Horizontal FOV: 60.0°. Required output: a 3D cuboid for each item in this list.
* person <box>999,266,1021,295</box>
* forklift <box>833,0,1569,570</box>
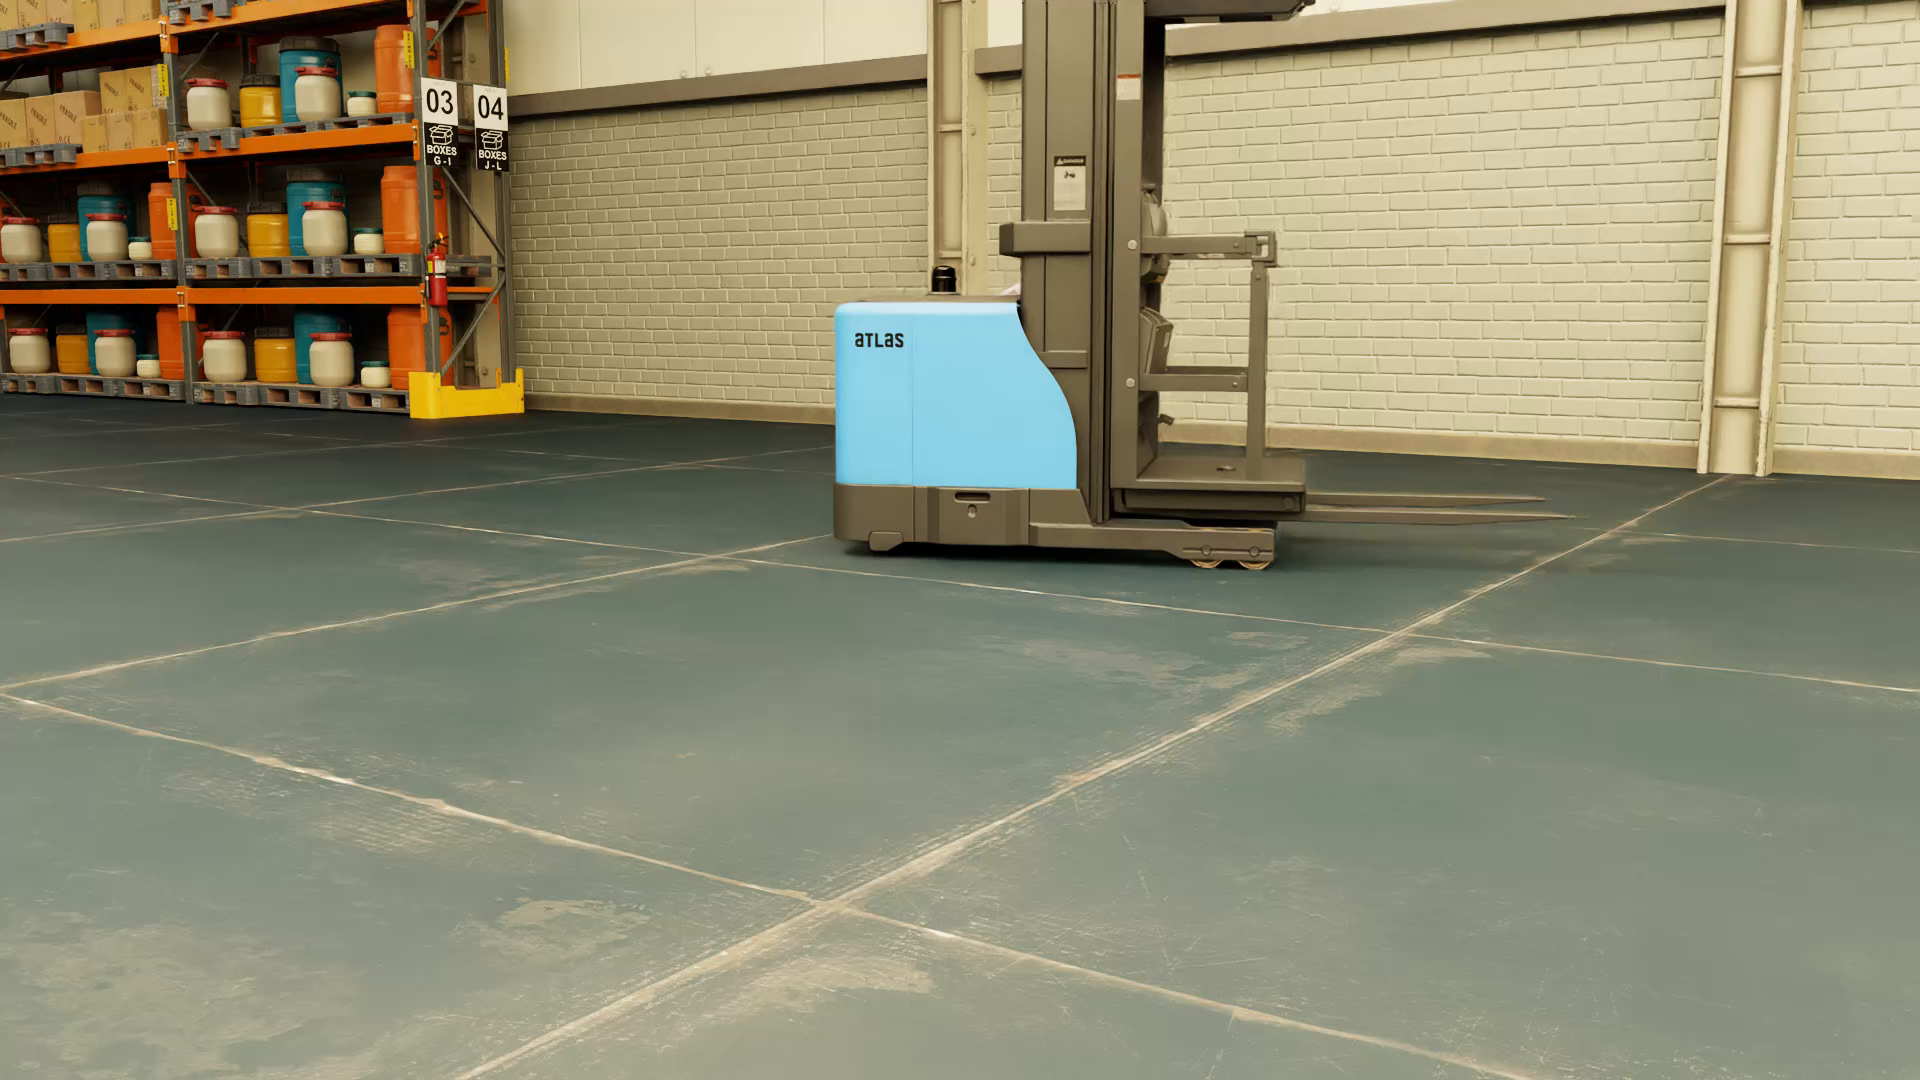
[{"bbox_3d":[0.512,-0.723,8.160,1.014,1.386,0.898,-6,10,-37],"label":"person"},{"bbox_3d":[1.024,-1.411,7.114,3.031,2.935,1.130,2,8,11],"label":"forklift"}]
